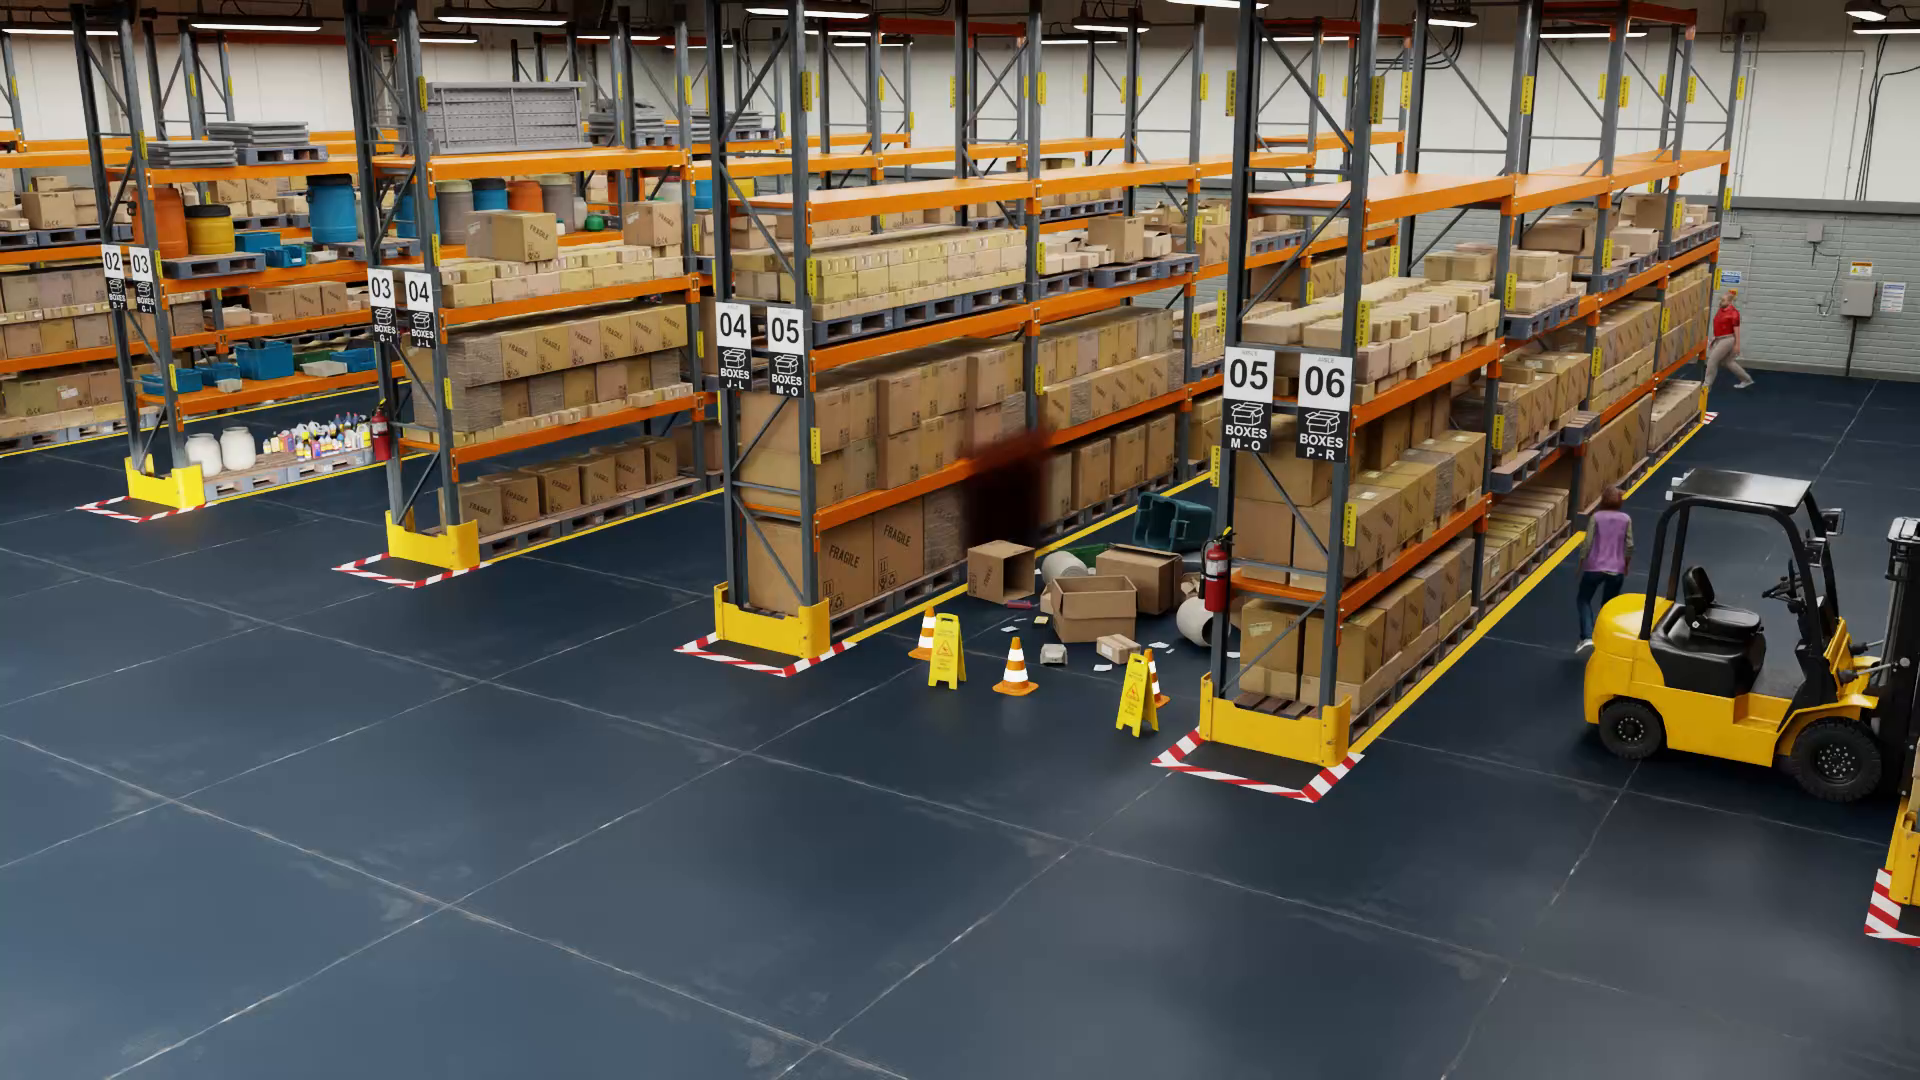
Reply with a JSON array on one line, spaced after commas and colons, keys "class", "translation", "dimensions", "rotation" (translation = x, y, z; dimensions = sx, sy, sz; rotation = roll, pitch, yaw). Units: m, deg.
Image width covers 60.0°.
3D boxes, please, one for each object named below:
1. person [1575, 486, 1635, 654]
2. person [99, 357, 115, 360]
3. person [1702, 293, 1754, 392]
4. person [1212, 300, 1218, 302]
[{"class": "person", "translation": [5.914, 0.303, 15.250], "dimensions": [0.490, 1.563, 0.518], "rotation": [3, 16, 12]}, {"class": "person", "translation": [-14.172, -3.280, 27.685], "dimensions": [0.695, 1.718, 1.114], "rotation": [6, 17, 22]}, {"class": "person", "translation": [12.923, -3.329, 28.009], "dimensions": [1.016, 1.680, 0.524], "rotation": [4, 16, 13]}, {"class": "person", "translation": [4.223, -3.161, 27.506], "dimensions": [0.483, 1.611, 1.058], "rotation": [9, 18, 29]}]
